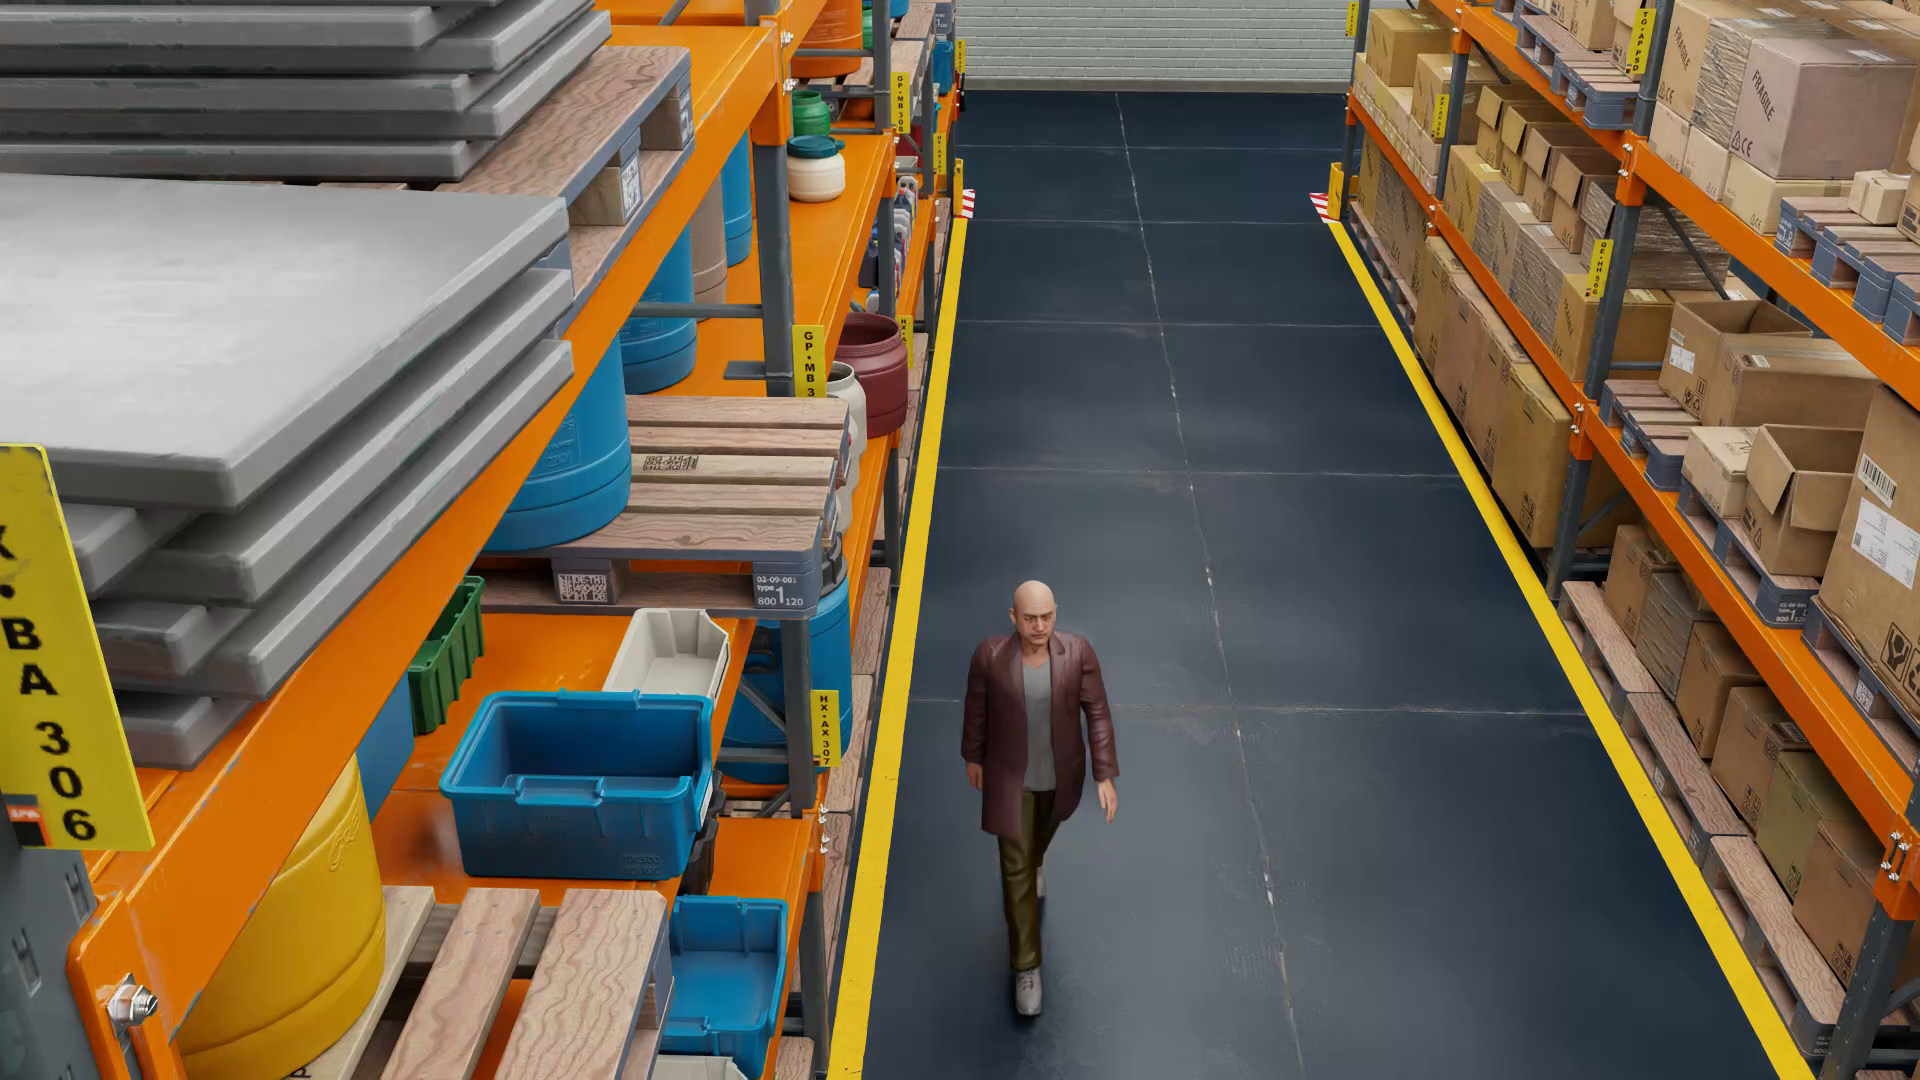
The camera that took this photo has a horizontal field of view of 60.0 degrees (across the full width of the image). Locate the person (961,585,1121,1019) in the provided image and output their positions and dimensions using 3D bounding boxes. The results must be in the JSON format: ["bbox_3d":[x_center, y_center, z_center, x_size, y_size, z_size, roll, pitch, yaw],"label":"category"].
[{"bbox_3d":[0.345,0.996,6.969,0.616,1.727,1.112,-5,28,-9],"label":"person"}]
